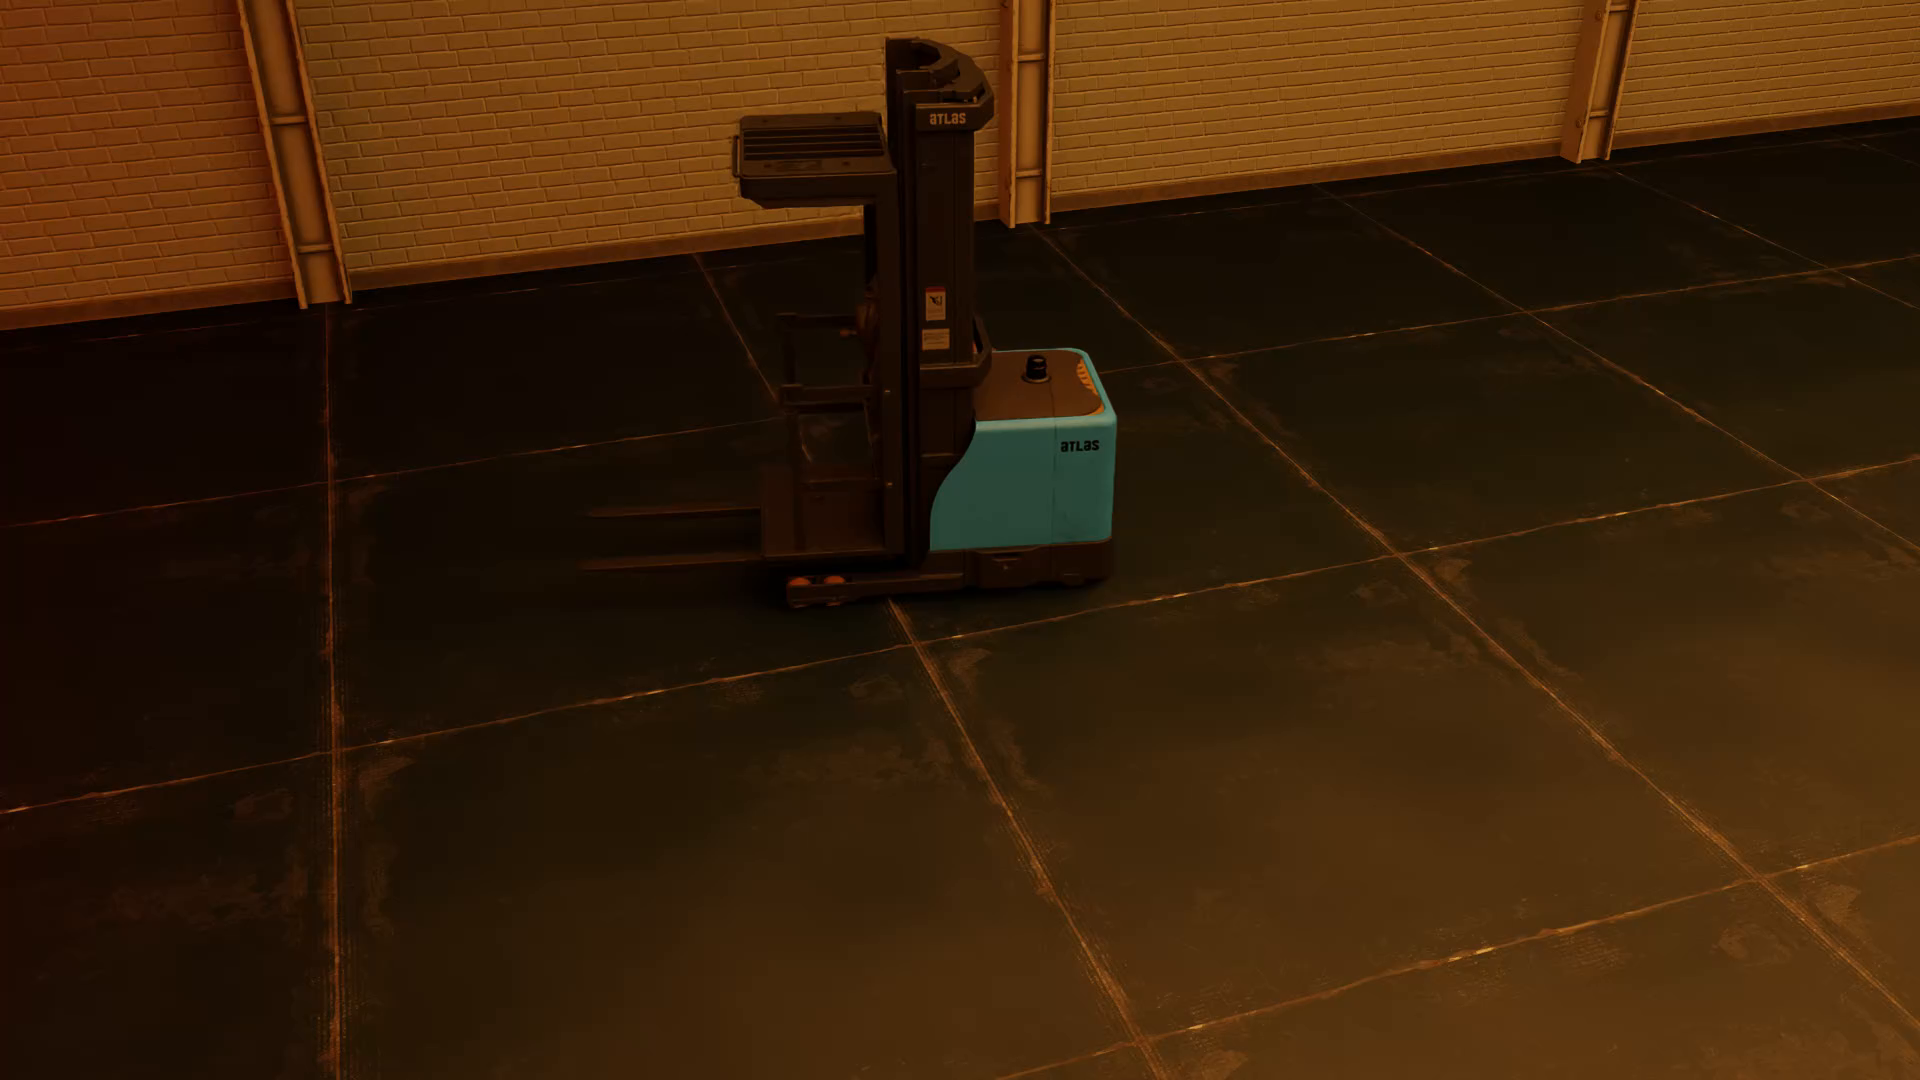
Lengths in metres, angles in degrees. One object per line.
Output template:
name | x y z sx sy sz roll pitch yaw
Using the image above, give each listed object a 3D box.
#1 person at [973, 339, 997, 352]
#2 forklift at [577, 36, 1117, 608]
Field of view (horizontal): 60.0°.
person | -0.020 -1.291 10.756 0.612 1.536 0.727 -1 30 -2
forklift | -0.678 -1.167 9.116 3.031 2.935 1.130 -3 30 -6
